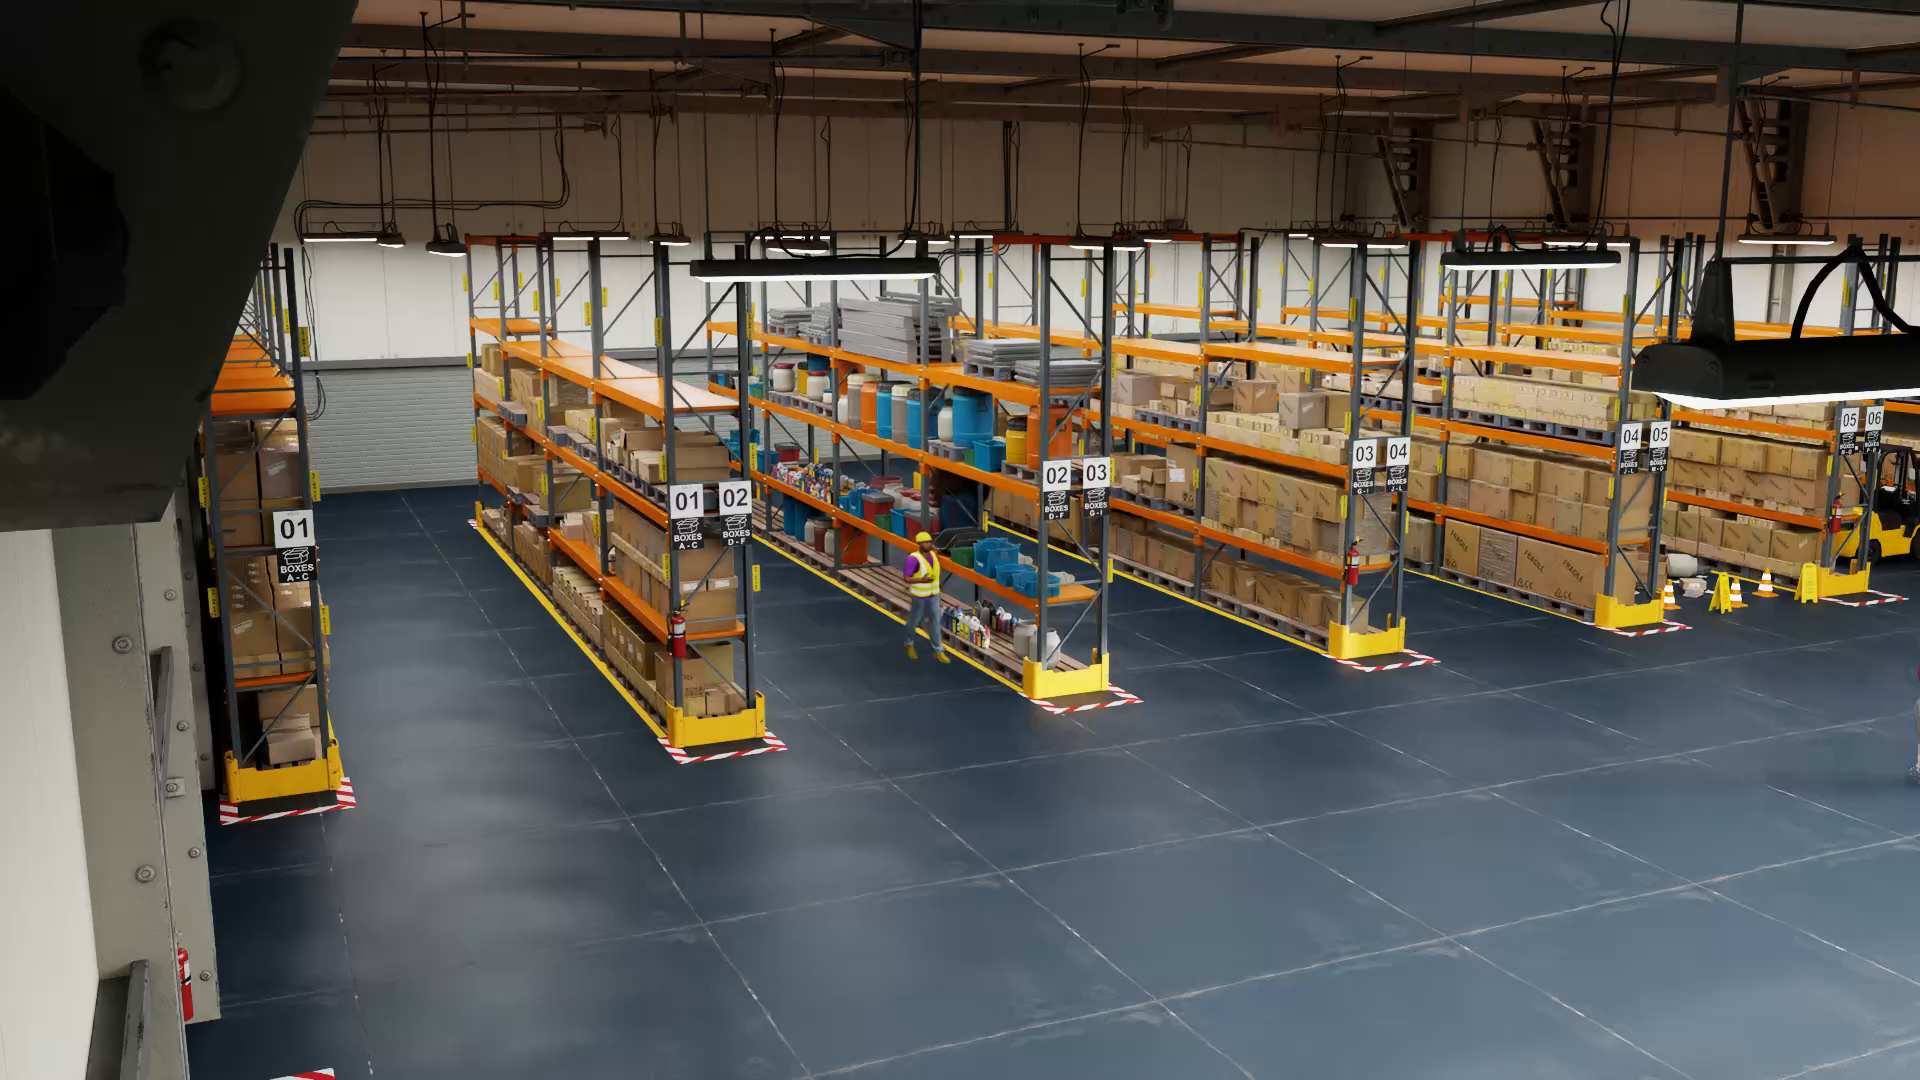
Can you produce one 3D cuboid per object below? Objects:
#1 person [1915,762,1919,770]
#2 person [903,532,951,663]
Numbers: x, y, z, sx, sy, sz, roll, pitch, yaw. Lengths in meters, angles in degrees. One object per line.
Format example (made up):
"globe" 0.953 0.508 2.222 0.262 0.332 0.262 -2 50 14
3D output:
"person" 11.286 1.927 18.696 0.851 1.773 0.650 1 11 4
"person" -0.465 0.783 22.831 0.701 1.813 0.856 -9 14 -39
